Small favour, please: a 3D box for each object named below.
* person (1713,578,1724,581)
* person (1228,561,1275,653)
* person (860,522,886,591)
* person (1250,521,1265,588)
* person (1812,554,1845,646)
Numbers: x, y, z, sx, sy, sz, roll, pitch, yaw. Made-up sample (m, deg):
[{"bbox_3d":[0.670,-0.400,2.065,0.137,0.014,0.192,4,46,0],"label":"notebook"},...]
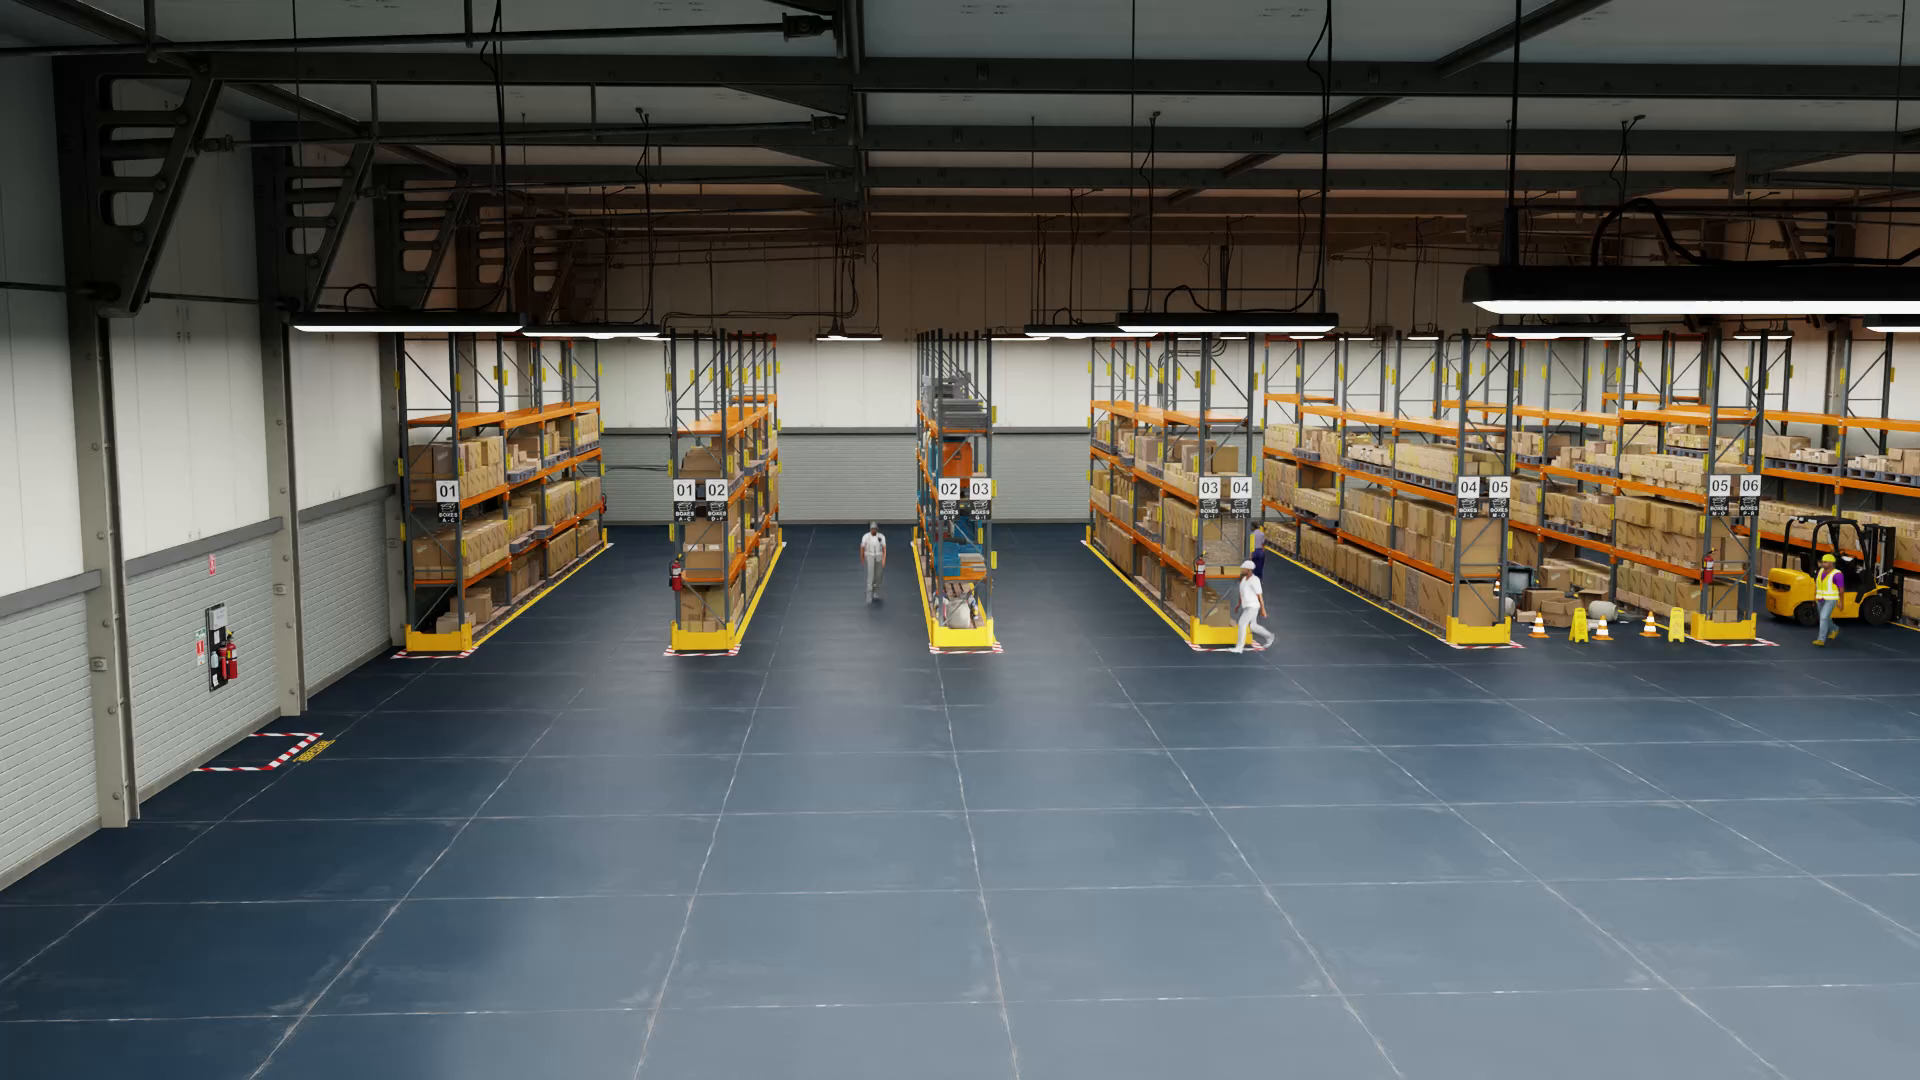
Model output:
[{"bbox_3d":[16.659,0.620,36.557,0.584,1.619,0.765,-1,7,-11],"label":"person"},{"bbox_3d":[5.444,1.235,30.918,1.062,1.714,0.660,-2,7,-17],"label":"person"},{"bbox_3d":[-1.905,0.341,37.045,0.547,1.495,1.008,-2,7,-16],"label":"person"},{"bbox_3d":[6.855,0.395,38.420,0.482,1.671,0.497,-2,7,-19],"label":"person"},{"bbox_3d":[16.571,1.129,31.691,0.983,1.733,0.571,-4,8,-28],"label":"person"}]
